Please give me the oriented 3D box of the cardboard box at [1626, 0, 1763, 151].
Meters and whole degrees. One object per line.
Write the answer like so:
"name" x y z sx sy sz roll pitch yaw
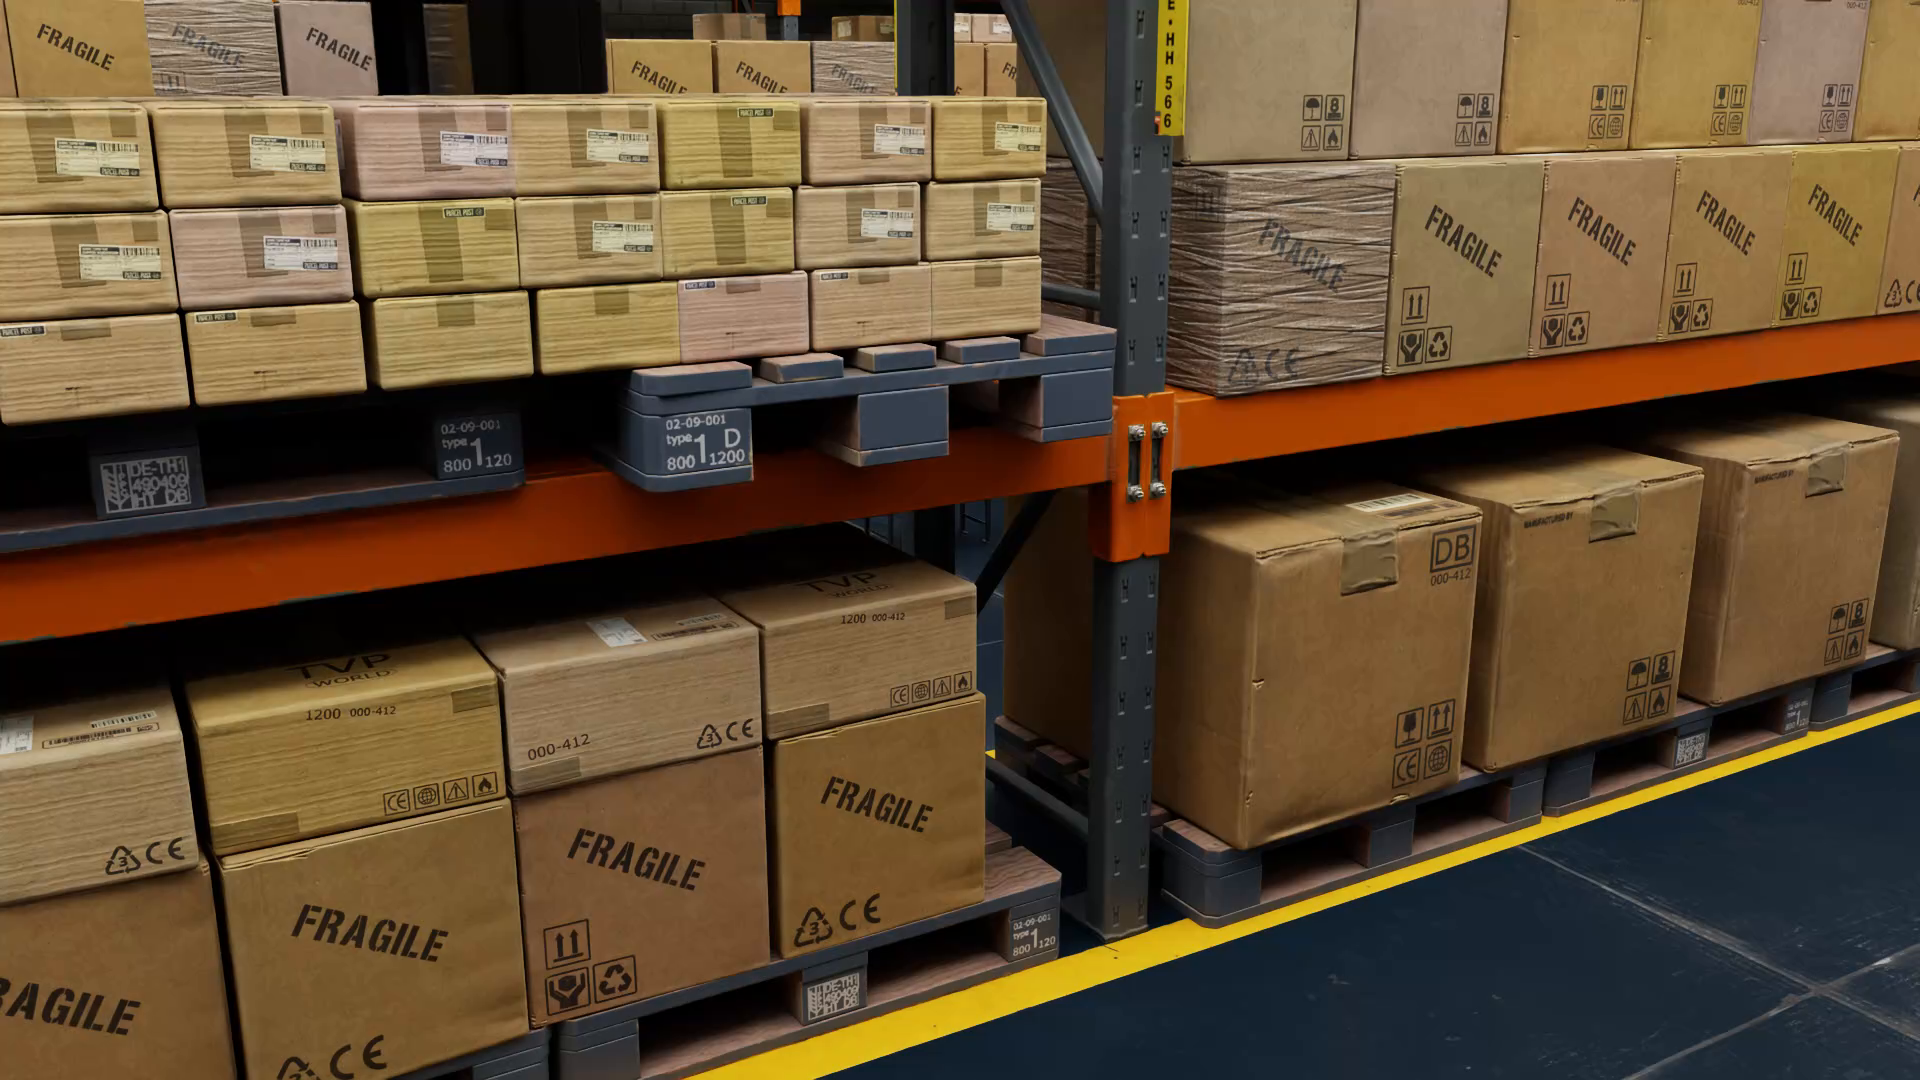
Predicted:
"cardboard box" 1.845 -1.406 4.832 0.500 0.500 0.700 -9 18 -30

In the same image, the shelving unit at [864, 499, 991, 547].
"shelving unit" -0.142 -0.555 7.166 0.503 1.200 0.258 -9 18 -30

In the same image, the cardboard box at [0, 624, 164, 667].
"cardboard box" -1.882 0.286 3.296 0.500 0.250 0.500 -10 19 -32

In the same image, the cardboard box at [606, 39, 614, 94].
"cardboard box" -1.986 -2.137 7.961 0.500 0.500 0.500 -10 18 -31

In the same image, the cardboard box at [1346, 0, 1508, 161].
"cardboard box" 0.968 -1.263 4.322 0.500 0.500 0.700 -10 18 -31

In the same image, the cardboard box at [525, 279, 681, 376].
"cardboard box" -0.690 -0.406 2.987 0.250 0.149 0.380 -9 18 -30

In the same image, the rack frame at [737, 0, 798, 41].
"rack frame" -1.621 -3.438 14.118 0.127 3.000 1.000 -9 18 -30

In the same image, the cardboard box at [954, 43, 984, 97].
"cardboard box" -0.209 -2.427 8.997 0.500 0.500 0.500 -9 18 -28

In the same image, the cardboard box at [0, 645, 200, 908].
"cardboard box" -1.619 0.407 2.864 0.500 0.250 0.500 -8 18 -28

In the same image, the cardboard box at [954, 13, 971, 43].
"cardboard box" -0.148 -2.738 8.902 0.250 0.149 0.380 -10 19 -32

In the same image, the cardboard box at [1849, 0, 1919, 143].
"cardboard box" 2.712 -1.546 5.331 0.500 0.500 0.700 -10 18 -31

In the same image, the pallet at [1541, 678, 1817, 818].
"pallet" 1.905 0.479 5.310 1.213 0.211 1.003 -9 18 -30

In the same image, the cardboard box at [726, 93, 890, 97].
"cardboard box" -0.354 -0.951 3.830 0.250 0.149 0.380 -9 18 -30

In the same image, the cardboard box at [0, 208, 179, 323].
"cardboard box" -1.369 -0.438 2.551 0.250 0.149 0.380 -10 18 -31

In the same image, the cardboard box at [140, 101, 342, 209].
"cardboard box" -1.148 -0.617 2.640 0.250 0.149 0.380 -8 18 -27

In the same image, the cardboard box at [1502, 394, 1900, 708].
"cardboard box" 2.260 -0.038 5.377 0.750 0.750 1.050 -9 18 -30

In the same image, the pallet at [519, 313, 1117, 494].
"pallet" -0.411 -0.387 3.589 1.003 0.211 1.213 -9 18 -30

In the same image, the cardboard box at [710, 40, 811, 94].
"cardboard box" -1.091 -2.286 8.495 0.500 0.500 0.500 -9 18 -29

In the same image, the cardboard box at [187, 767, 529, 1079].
"cardboard box" -1.176 0.699 3.213 0.500 0.500 0.500 -10 19 -32

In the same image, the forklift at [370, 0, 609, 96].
"forklift" -2.002 -1.044 5.703 3.031 2.935 1.130 -10 19 -33

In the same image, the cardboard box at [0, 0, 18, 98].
"cardboard box" -4.101 -1.922 6.672 0.500 0.500 0.500 -10 18 -31

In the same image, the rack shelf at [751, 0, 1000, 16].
"rack shelf" 0.093 -4.814 14.802 4.000 0.370 1.077 -9 18 -30

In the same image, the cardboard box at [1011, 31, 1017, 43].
"cardboard box" 0.353 -3.013 9.884 0.250 0.149 0.380 -9 18 -30

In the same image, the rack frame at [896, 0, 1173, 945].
"rack frame" 0.145 -0.603 4.004 0.127 3.000 1.000 -9 18 -30

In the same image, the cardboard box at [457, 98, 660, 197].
"cardboard box" -0.707 -0.688 2.892 0.250 0.149 0.380 -9 18 -28

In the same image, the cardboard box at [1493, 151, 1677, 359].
"cardboard box" 1.536 -0.793 4.495 0.500 0.500 0.500 -9 18 -30

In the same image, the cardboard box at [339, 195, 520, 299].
"cardboard box" -0.925 -0.510 2.809 0.250 0.149 0.380 -9 18 -30

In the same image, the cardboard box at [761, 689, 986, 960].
"cardboard box" -0.284 0.550 3.743 0.500 0.500 0.500 -9 18 -30

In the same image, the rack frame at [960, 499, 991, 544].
"rack frame" 0.067 -0.589 7.287 0.015 1.200 0.240 -9 18 -30

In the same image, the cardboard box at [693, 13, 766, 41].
"cardboard box" -1.233 -2.733 8.886 0.250 0.149 0.380 -10 19 -32

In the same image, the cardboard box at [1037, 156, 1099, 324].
"cardboard box" 0.393 -0.776 4.436 0.500 0.500 0.500 -9 18 -30

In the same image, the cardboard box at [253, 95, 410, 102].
"cardboard box" -1.250 -0.806 3.312 0.250 0.149 0.380 -8 18 -27

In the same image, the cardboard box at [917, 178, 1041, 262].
"cardboard box" -0.044 -0.654 3.320 0.250 0.149 0.380 -9 18 -29

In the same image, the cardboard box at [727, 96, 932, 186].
"cardboard box" -0.255 -0.762 3.157 0.250 0.149 0.380 -9 18 -30

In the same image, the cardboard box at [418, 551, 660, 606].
"cardboard box" -1.005 0.148 3.790 0.500 0.250 0.500 -9 18 -30

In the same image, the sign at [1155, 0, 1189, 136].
"sign" 0.433 -0.998 3.415 0.005 0.325 0.100 -9 18 -30

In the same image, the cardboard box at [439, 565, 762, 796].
"cardboard box" -0.733 0.266 3.369 0.500 0.250 0.500 -9 18 -29

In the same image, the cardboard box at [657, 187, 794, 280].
"cardboard box" -0.496 -0.579 3.054 0.250 0.149 0.380 -9 18 -28

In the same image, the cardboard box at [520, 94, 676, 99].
"cardboard box" -0.792 -0.880 3.578 0.250 0.149 0.380 -9 18 -30

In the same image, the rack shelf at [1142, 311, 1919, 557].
"rack shelf" 1.860 -0.535 5.093 4.000 0.370 1.077 -9 18 -30

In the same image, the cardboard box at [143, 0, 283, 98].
"cardboard box" -3.235 -2.058 7.158 0.500 0.500 0.500 -9 18 -29

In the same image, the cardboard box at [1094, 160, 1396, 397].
"cardboard box" 0.669 -0.651 3.990 0.500 0.500 0.500 -9 18 -29

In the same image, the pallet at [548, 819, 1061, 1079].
"pallet" -0.525 0.848 3.994 1.213 0.211 1.003 -9 18 -30

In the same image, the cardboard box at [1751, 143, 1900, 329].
"cardboard box" 2.398 -0.932 4.994 0.500 0.500 0.500 -9 18 -29

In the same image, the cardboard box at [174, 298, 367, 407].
"cardboard box" -1.143 -0.332 2.726 0.250 0.149 0.380 -9 18 -28

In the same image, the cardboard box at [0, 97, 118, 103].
"cardboard box" -1.692 -0.735 3.058 0.250 0.149 0.380 -10 18 -30

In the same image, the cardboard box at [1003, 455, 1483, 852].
"cardboard box" 0.714 0.214 4.479 0.750 0.750 1.050 -9 18 -30

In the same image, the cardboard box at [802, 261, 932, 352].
"cardboard box" -0.254 -0.475 3.236 0.250 0.149 0.380 -9 18 -30
